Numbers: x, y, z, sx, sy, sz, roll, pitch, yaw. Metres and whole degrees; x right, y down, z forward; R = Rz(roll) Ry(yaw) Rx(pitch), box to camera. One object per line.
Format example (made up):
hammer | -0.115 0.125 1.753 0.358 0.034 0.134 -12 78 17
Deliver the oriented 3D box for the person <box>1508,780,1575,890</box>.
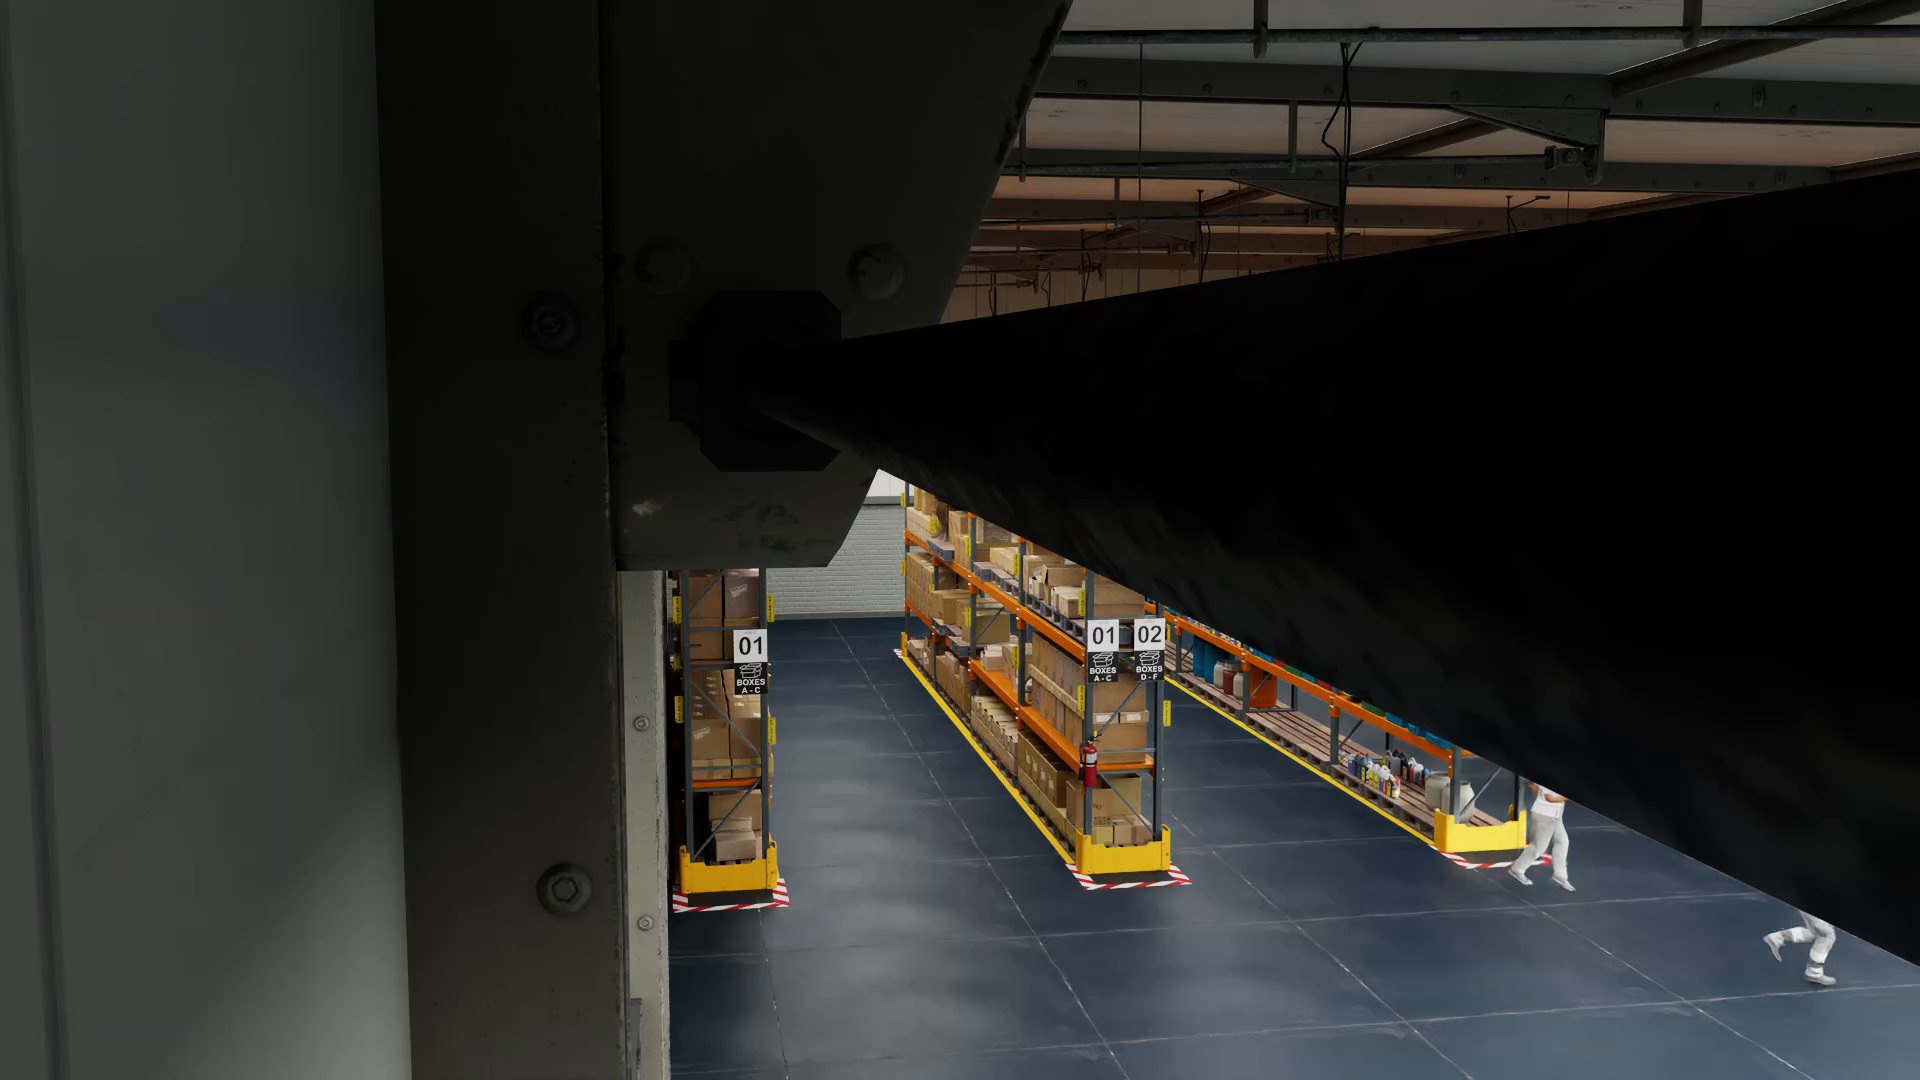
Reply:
person | 7.129 3.414 20.297 0.777 1.725 0.605 2 6 21

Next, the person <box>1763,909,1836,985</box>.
person | 8.685 3.698 17.110 0.699 1.753 0.655 1 6 14
